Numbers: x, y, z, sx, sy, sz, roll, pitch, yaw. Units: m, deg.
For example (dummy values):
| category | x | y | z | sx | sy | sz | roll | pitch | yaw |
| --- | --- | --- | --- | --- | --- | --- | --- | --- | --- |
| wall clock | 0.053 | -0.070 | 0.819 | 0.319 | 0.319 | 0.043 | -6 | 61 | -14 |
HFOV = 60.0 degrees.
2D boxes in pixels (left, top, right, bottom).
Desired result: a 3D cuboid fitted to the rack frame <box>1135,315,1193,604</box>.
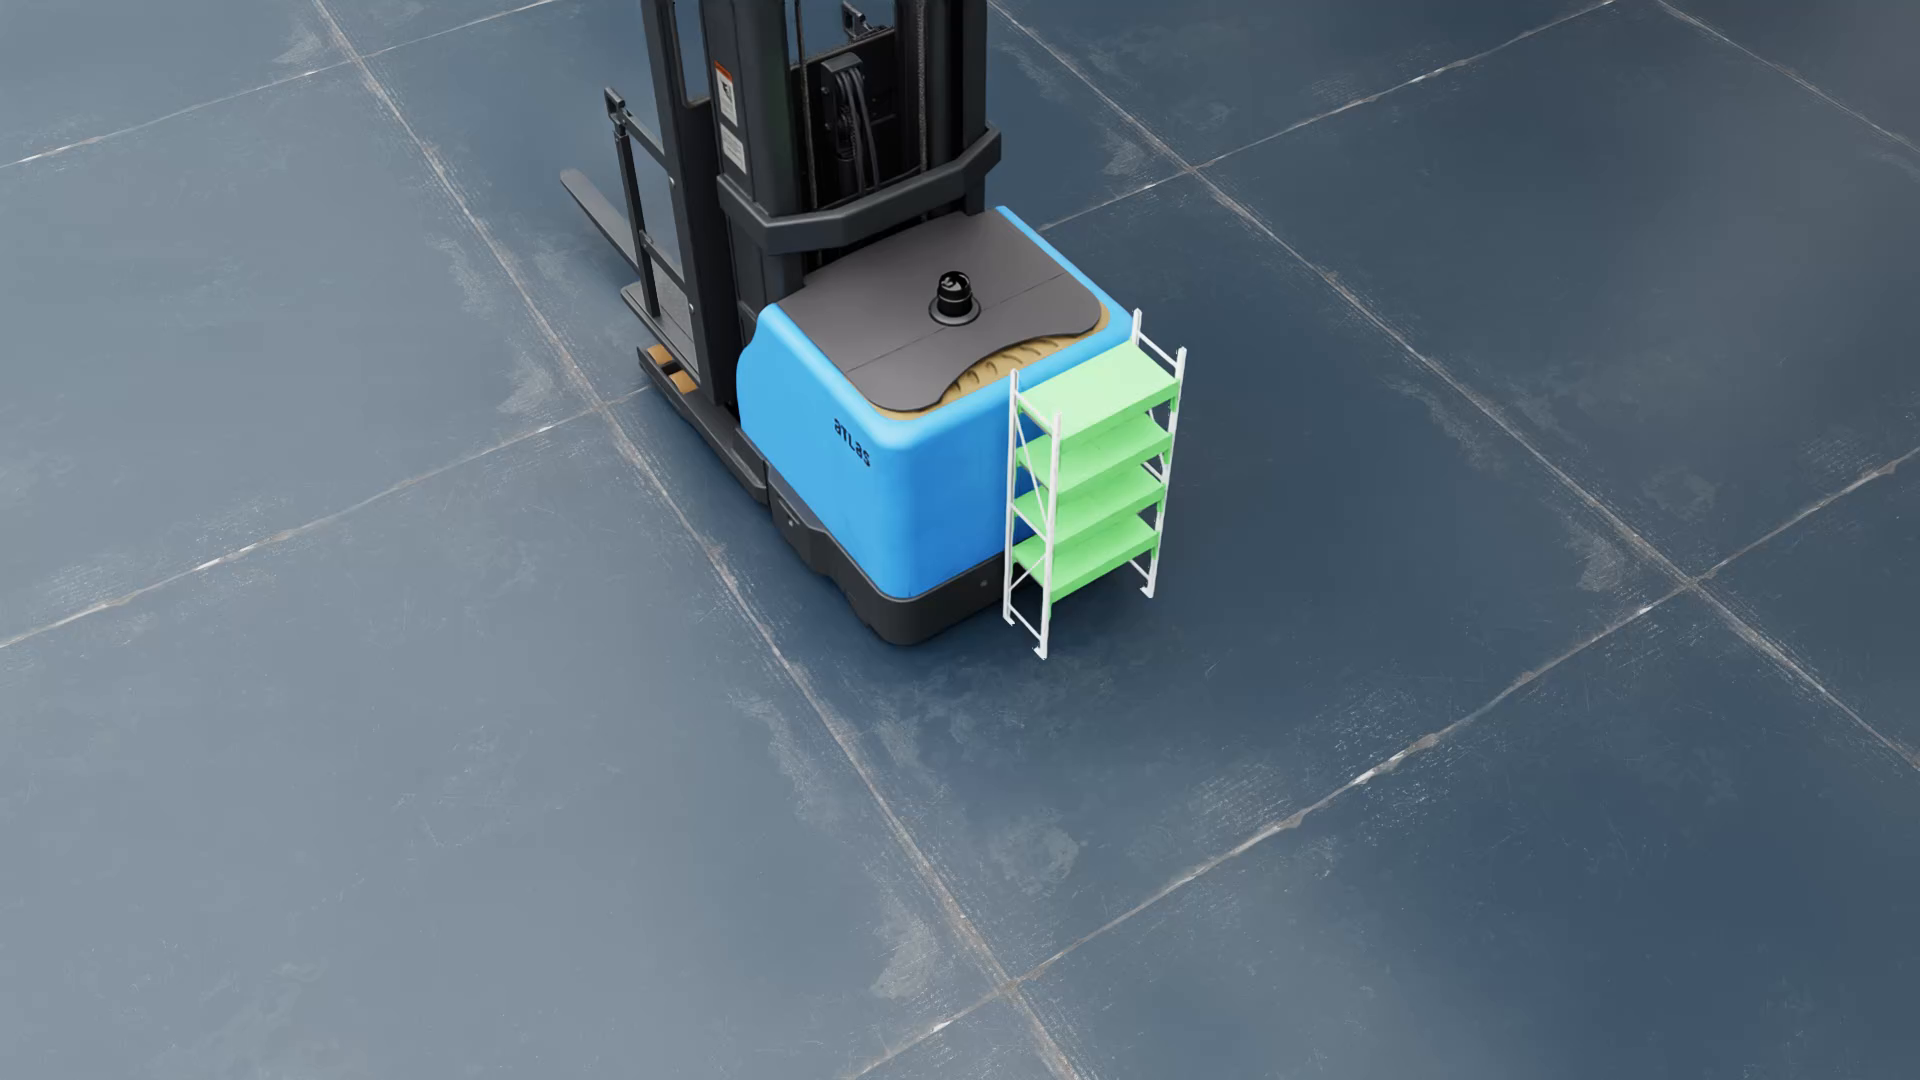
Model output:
| category | x | y | z | sx | sy | sz | roll | pitch | yaw |
| --- | --- | --- | --- | --- | --- | --- | --- | --- | --- |
| rack frame | 0.648 | -0.241 | 5.661 | 0.015 | 1.200 | 0.240 | -28 | 54 | -23 |

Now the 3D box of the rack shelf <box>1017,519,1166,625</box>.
| category | x | y | z | sx | sy | sz | roll | pitch | yaw |
| --- | --- | --- | --- | --- | --- | --- | --- | --- | --- |
| rack shelf | 0.449 | 0.066 | 5.795 | 0.480 | 0.148 | 0.258 | -28 | 54 | -23 |

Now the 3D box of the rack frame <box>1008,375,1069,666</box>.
| category | x | y | z | sx | sy | sz | roll | pitch | yaw |
| --- | --- | --- | --- | --- | --- | --- | --- | --- | --- |
| rack frame | 0.250 | -0.031 | 5.474 | 0.015 | 1.200 | 0.240 | -28 | 54 | -23 |

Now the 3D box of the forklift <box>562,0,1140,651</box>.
| category | x | y | z | sx | sy | sz | roll | pitch | yaw |
| --- | --- | --- | --- | --- | --- | --- | --- | --- | --- |
| forklift | -0.634 | -1.659 | 5.765 | 1.130 | 2.935 | 3.031 | -27 | 54 | -22 |

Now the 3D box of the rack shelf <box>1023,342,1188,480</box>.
| category | x | y | z | sx | sy | sz | roll | pitch | yaw |
| --- | --- | --- | --- | --- | --- | --- | --- | --- | --- |
| rack shelf | 0.449 | -0.413 | 5.257 | 0.480 | 0.148 | 0.258 | -28 | 54 | -23 |

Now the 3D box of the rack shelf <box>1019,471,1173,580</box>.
| category | x | y | z | sx | sy | sz | roll | pitch | yaw |
| --- | --- | --- | --- | --- | --- | --- | --- | --- | --- |
| rack shelf | 0.449 | -0.094 | 5.615 | 0.480 | 0.148 | 0.258 | -28 | 54 | -23 |

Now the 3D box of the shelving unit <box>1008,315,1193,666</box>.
| category | x | y | z | sx | sy | sz | roll | pitch | yaw |
| --- | --- | --- | --- | --- | --- | --- | --- | --- | --- |
| shelving unit | 0.449 | -0.136 | 5.568 | 0.503 | 1.200 | 0.258 | -28 | 54 | -23 |

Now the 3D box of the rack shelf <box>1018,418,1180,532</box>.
| category | x | y | z | sx | sy | sz | roll | pitch | yaw |
| --- | --- | --- | --- | --- | --- | --- | --- | --- | --- |
| rack shelf | 0.449 | -0.253 | 5.436 | 0.480 | 0.148 | 0.258 | -28 | 54 | -23 |
